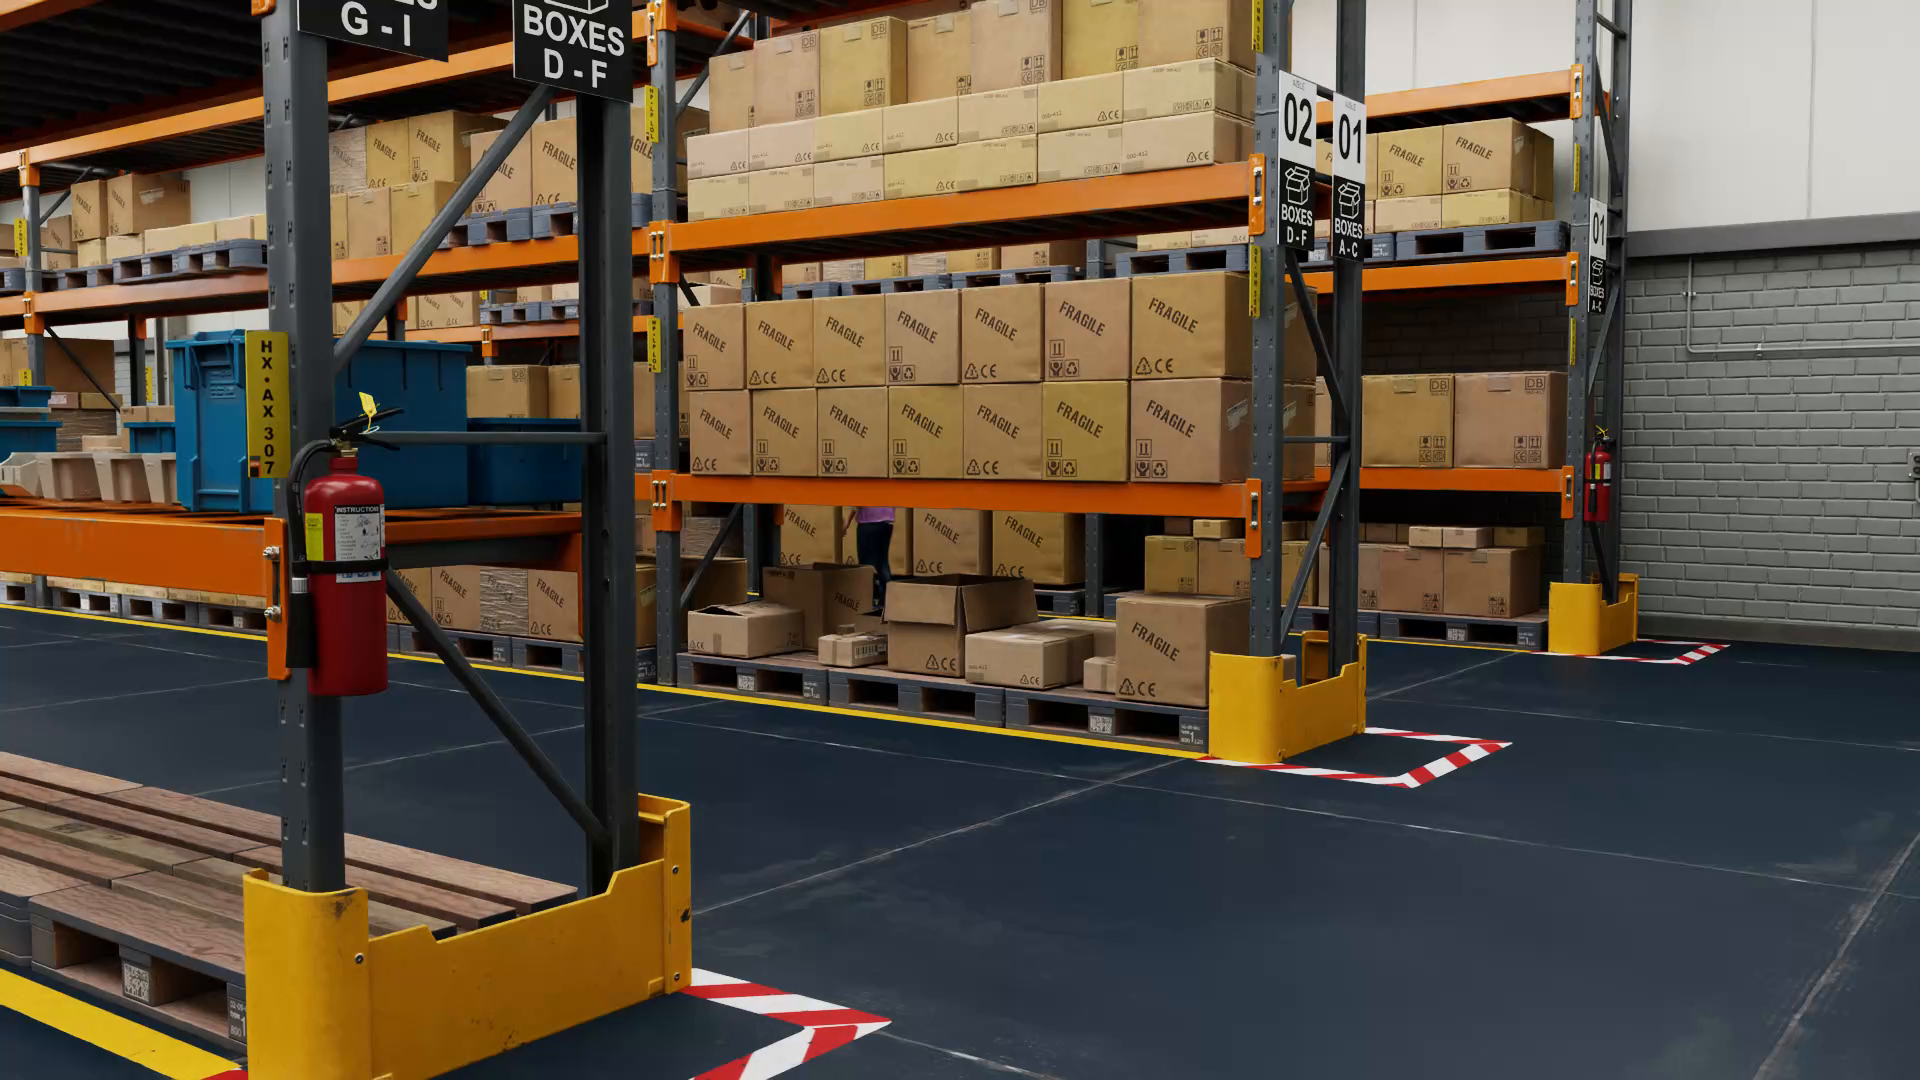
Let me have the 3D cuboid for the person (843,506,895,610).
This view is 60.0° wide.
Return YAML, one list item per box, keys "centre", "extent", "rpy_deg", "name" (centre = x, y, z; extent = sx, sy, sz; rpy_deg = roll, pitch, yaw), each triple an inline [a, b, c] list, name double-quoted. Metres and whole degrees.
- centre: [-0.755, -0.113, 13.839]
  extent: [0.408, 1.630, 0.428]
  rpy_deg: [3, 4, 37]
  name: "person"
